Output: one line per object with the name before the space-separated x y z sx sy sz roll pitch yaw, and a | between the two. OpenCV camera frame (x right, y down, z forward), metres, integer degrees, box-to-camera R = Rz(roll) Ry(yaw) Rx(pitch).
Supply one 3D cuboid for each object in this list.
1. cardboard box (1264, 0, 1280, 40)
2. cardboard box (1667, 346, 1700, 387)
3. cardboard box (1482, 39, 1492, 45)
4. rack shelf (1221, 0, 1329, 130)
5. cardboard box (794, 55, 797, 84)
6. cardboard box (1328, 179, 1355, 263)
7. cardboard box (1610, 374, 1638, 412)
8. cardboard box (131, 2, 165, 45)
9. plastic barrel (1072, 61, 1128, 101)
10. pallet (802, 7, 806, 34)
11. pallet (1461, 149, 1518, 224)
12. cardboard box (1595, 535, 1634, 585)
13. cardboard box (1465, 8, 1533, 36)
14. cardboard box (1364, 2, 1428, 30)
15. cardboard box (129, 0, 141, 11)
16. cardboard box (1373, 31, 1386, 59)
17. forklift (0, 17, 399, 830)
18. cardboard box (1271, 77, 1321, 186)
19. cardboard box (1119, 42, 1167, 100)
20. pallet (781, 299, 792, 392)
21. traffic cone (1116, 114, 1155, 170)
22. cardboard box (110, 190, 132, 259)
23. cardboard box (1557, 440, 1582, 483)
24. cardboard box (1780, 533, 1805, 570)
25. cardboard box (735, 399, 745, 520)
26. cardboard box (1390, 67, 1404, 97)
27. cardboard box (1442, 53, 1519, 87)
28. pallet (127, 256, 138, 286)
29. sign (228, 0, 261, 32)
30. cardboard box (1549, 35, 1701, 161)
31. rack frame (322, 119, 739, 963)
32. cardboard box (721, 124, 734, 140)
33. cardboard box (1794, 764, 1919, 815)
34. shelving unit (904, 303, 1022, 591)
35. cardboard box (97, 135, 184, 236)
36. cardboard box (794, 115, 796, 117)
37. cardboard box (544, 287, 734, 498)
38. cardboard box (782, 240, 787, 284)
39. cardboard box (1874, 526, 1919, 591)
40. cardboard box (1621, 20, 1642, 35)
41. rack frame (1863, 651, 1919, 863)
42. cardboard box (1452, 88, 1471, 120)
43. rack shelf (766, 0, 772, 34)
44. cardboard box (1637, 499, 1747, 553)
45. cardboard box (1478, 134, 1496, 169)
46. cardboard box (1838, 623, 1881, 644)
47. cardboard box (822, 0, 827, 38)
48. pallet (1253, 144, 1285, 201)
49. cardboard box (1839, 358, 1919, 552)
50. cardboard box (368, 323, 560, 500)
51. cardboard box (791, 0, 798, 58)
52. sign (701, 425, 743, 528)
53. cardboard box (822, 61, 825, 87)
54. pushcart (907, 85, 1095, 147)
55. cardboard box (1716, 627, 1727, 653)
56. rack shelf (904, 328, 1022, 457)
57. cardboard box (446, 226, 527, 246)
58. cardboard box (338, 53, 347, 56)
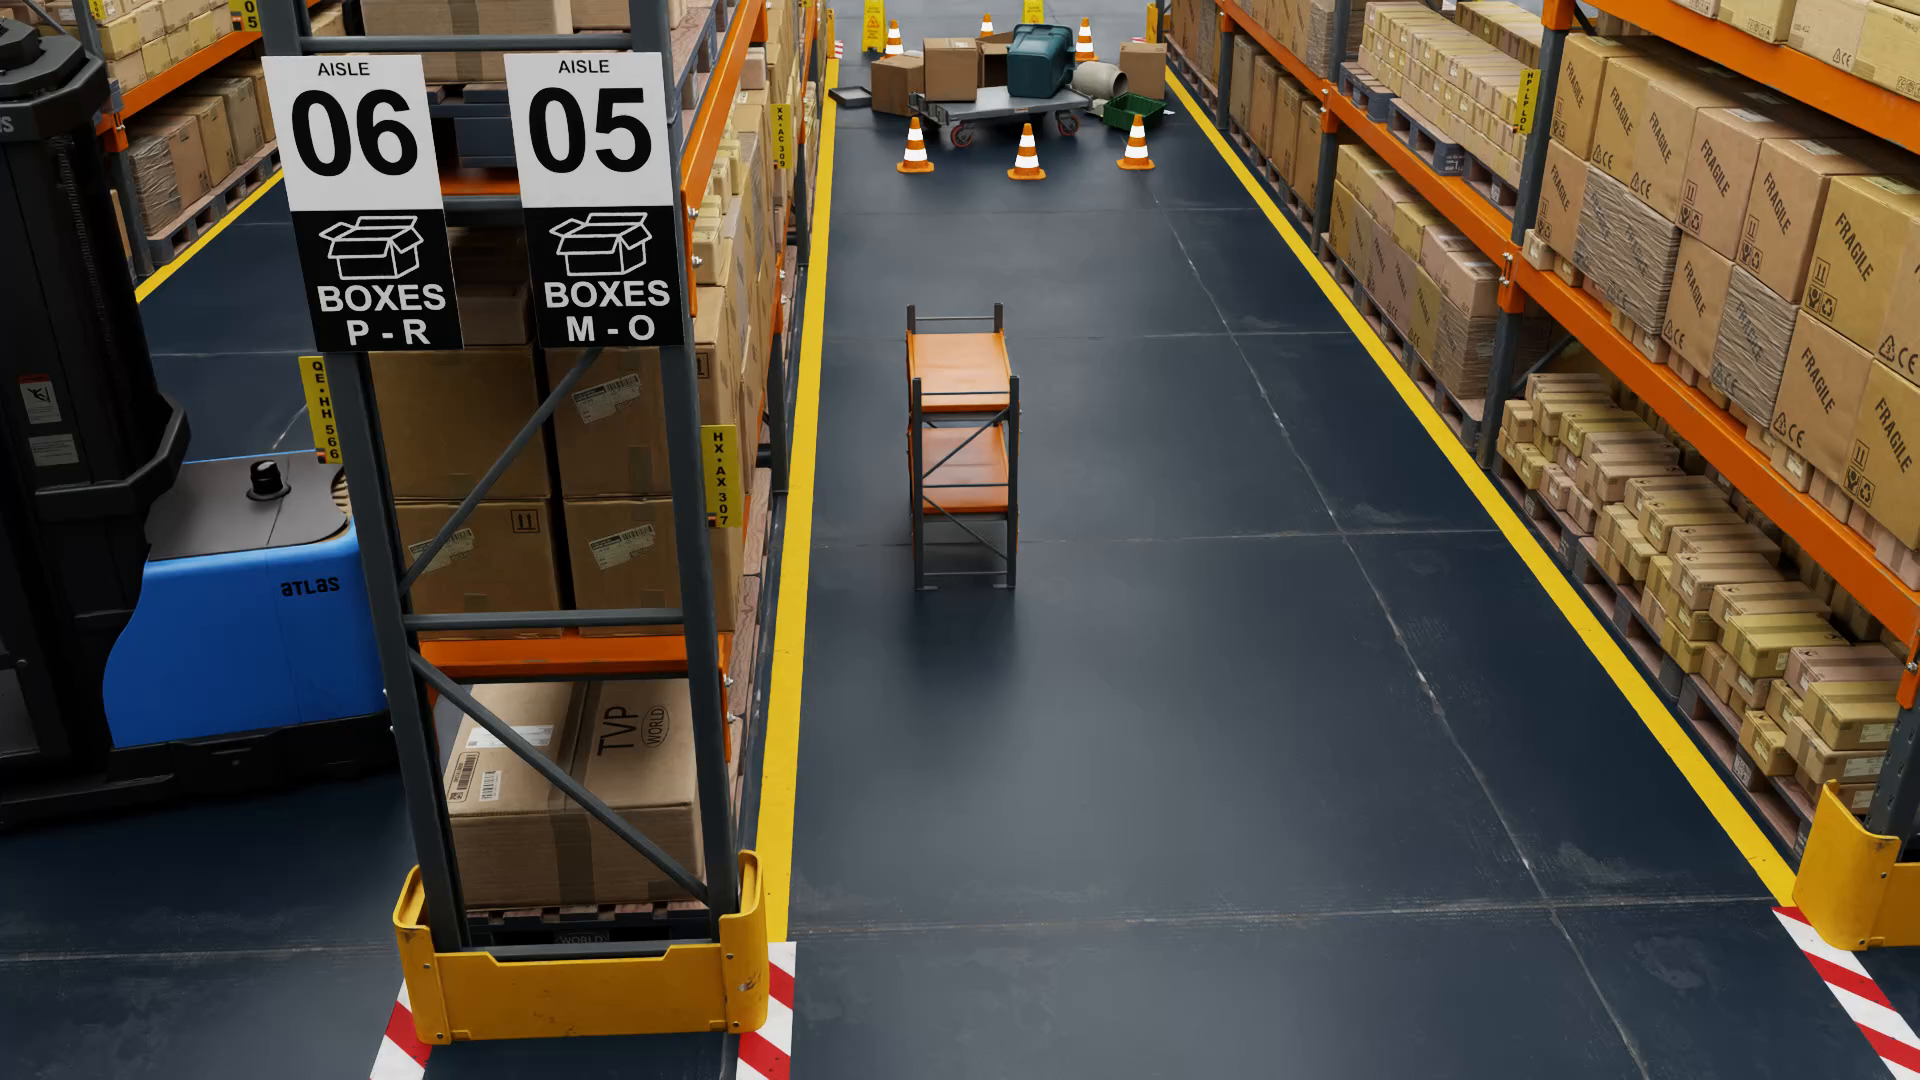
cardboard box | 2.900 -4.558 14.137 0.500 0.500 0.500 -1 28 -2
cardboard box | 3.348 -0.787 7.287 0.380 0.149 0.250 0 28 -1
cardboard box | 3.786 -3.359 11.442 0.380 0.149 0.250 -1 28 -1
rack shelf | 3.169 -4.219 14.373 1.077 0.370 4.000 -1 28 -3
cardboard box | -1.355 -3.149 11.165 0.500 0.250 0.500 -2 28 -4
cardboard box | 3.056 -2.359 12.278 0.500 0.500 0.500 -3 28 -5
cardboard box | 3.761 -0.795 9.016 0.380 0.149 0.250 -1 28 -1
cardboard box | -6.425 -3.924 12.651 0.500 0.250 0.500 -1 28 -1
plastic barrel | 1.473 -4.806 17.507 0.512 0.421 0.421 19 33 32
pallet | -1.809 -4.276 13.912 1.003 0.211 1.213 -1 28 -3
pallet | 3.588 -2.038 9.622 1.003 0.211 1.213 -1 28 -3
cardboard box | 3.289 0.085 7.972 0.380 0.149 0.250 -2 28 -4
cardboard box | 3.768 -3.621 11.624 0.380 0.149 0.250 -2 28 -3
cardboard box | 3.104 -3.733 11.837 0.380 0.149 0.250 -1 28 -3
cardboard box | -6.398 -4.054 12.469 0.380 0.149 0.250 -1 28 -1
cardboard box | 3.114 -3.467 11.650 0.380 0.149 0.250 0 28 0
forklift | -3.877 -0.383 6.315 3.031 2.935 1.130 -7 28 -13
cardboard box | 3.282 -3.490 14.176 1.050 0.750 0.750 -1 28 -2
cardboard box | 1.959 -5.046 17.882 0.500 0.500 0.500 3 28 6
pallet | -1.638 -1.284 10.983 1.003 0.211 1.213 -1 28 -3
traffic cone | 1.627 -3.681 15.307 0.336 0.463 0.334 -1 28 -3
cardboard box | -6.385 -2.214 12.000 0.500 0.500 0.500 -1 28 -1
cardboard box | 3.333 -0.419 8.618 0.380 0.149 0.250 -2 28 -3
cardboard box | 3.915 0.037 7.421 0.380 0.149 0.250 -1 28 -2
cardboard box | -1.039 -0.259 5.895 0.500 0.500 0.500 -2 28 -3
cardboard box | 3.139 -3.104 11.276 0.380 0.149 0.250 0 28 0
cardboard box | 3.199 -2.888 10.218 0.380 0.149 0.250 -3 28 -5
pallet | -6.620 -1.744 11.866 1.003 0.211 1.213 -1 28 -3
sign | -1.790 -1.434 4.141 0.100 0.325 0.005 -1 28 -3
cardboard box | 3.263 -2.172 8.160 0.500 0.500 0.500 -1 28 -1
rack frame | -1.247 0.247 5.034 1.000 3.000 0.127 -1 28 -3
cardboard box | -1.090 -1.536 6.561 0.380 0.149 0.250 -1 28 -3
cardboard box | 3.455 0.920 6.371 0.380 0.149 0.250 -1 28 -2
shelving unit | 0.000 -0.496 8.484 0.538 1.125 1.048 -1 28 -3
cardboard box | -6.640 -2.748 12.889 0.875 0.625 0.625 -1 28 -1
cardboard box | -1.326 -2.686 10.818 0.500 0.250 0.500 -2 28 -3
cardboard box | -0.987 -0.470 5.217 0.500 0.500 0.500 -2 28 -4
cardboard box | -1.711 -2.371 11.896 0.875 0.875 0.875 -2 28 -3
cardboard box | 3.392 0.048 5.686 0.380 0.149 0.250 -1 28 -3
cardboard box | 7.895 -5.896 19.059 0.500 0.500 0.500 6 28 11
rack frame | 3.691 0.080 5.352 1.000 3.000 0.127 -1 28 -3
cardboard box | 3.208 -2.635 10.055 0.380 0.149 0.250 -3 28 -5
rack shelf | -1.560 -3.535 9.819 1.077 0.370 4.000 -1 28 -3
cardboard box | 3.349 -0.066 7.619 0.380 0.149 0.250 -1 28 -2
cardboard box | 3.239 -2.255 9.648 0.380 0.149 0.250 -1 28 -3
cardboard box | 3.956 0.418 7.011 0.380 0.149 0.250 -1 28 -1
cardboard box | -1.749 -5.837 18.407 0.500 0.500 0.500 0 28 -1
pallet | 3.247 -3.306 14.860 1.003 0.211 1.213 -1 28 -3
cardboard box | 3.411 -0.297 5.646 0.500 0.500 0.500 -1 28 -2
cardboard box | -1.510 -0.458 5.195 0.500 0.500 0.500 0 28 -1
cardboard box | -1.341 -3.466 10.963 0.500 0.500 0.500 -1 28 -2
sign | -0.692 -0.183 4.835 0.100 0.325 0.005 -1 28 -3
cardboard box | -1.674 -4.787 17.205 0.500 0.250 0.500 0 28 0
pushcart | 0.401 -4.211 16.415 1.648 0.377 0.936 -11 30 -20
cardboard box | 3.438 0.423 7.002 0.380 0.149 0.250 -2 28 -3
rack shelf | 0.000 -0.755 8.349 0.538 0.278 1.000 -1 28 -3
cardboard box | -1.600 -0.923 5.386 0.380 0.149 0.250 -2 28 -3
cardboard box | -6.590 -5.058 17.183 0.500 0.250 0.500 -2 28 -3
